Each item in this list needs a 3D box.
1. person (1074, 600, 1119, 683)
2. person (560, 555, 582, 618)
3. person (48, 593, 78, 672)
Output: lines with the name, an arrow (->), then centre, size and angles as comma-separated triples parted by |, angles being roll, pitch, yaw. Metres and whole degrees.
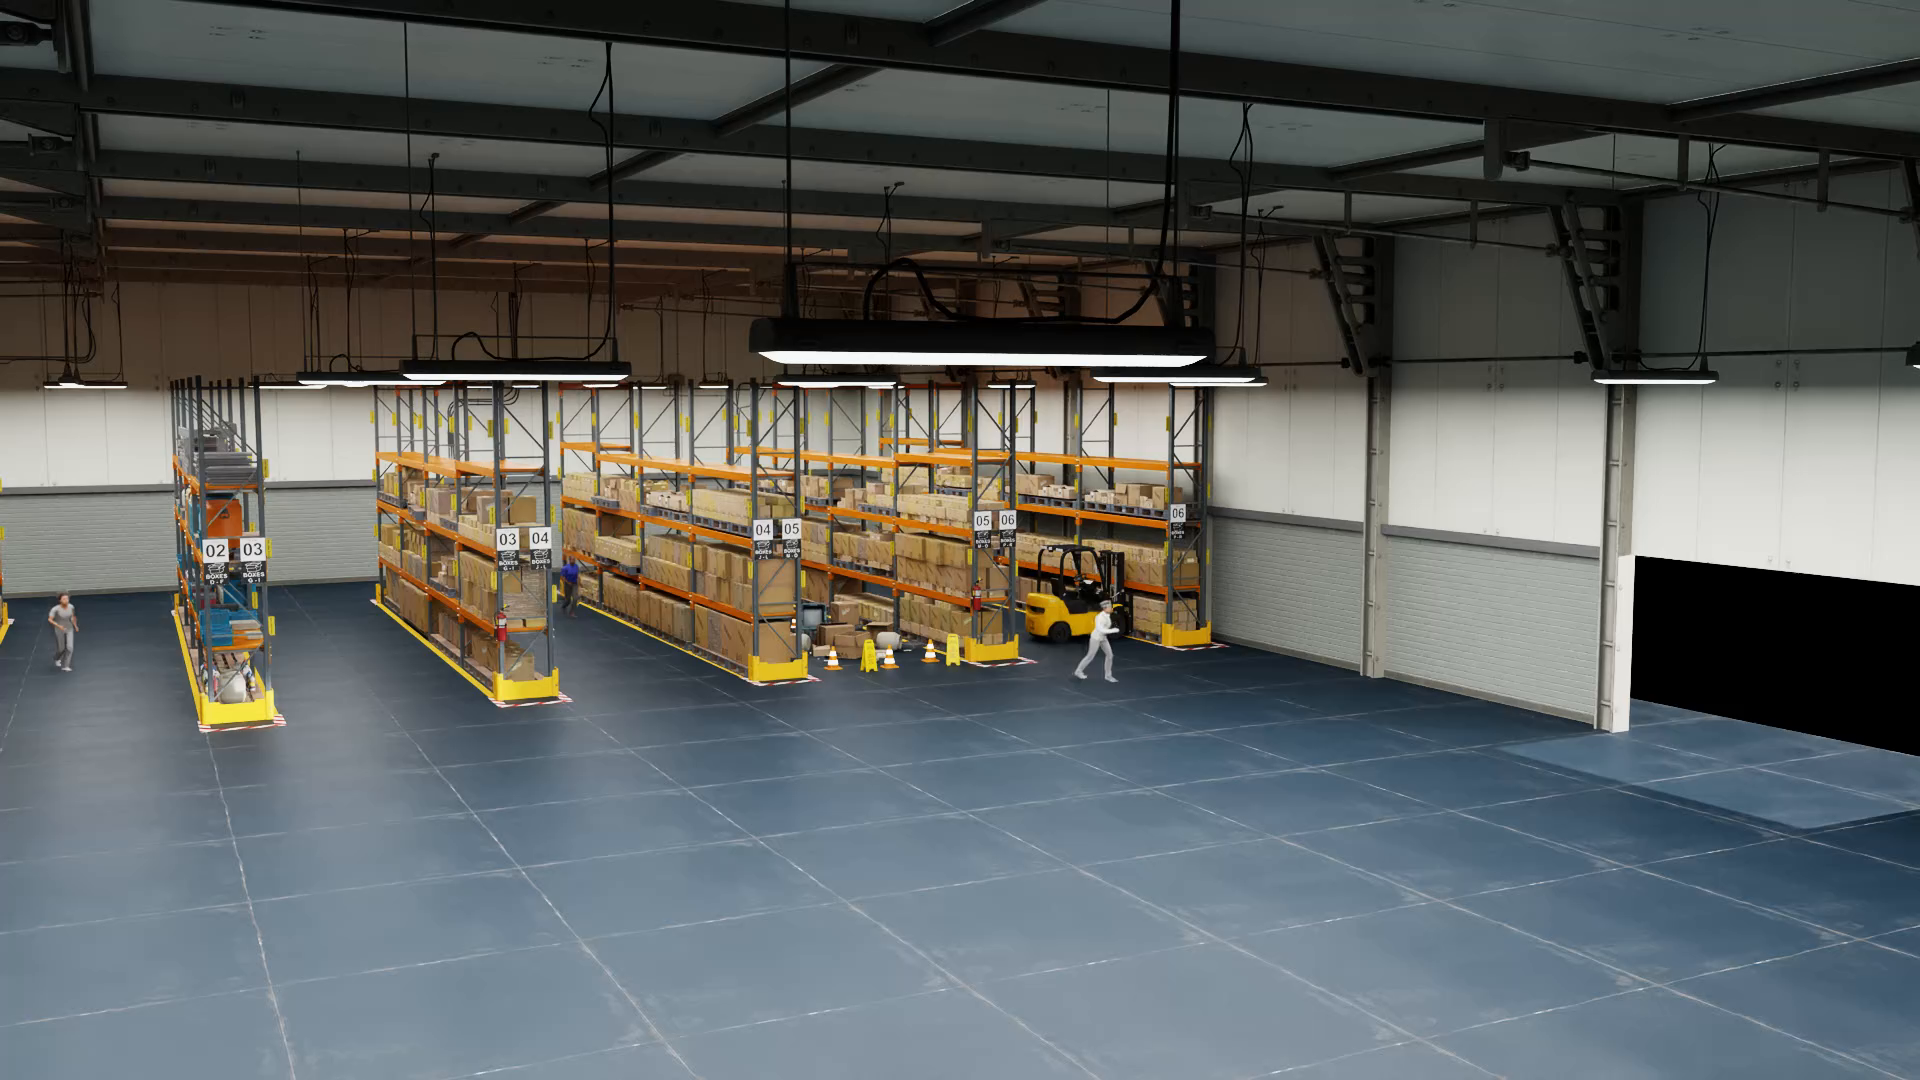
person -> 2.716, 1.986, 32.785 | 0.940, 1.655, 0.605 | 3, 6, 27
person -> -9.934, 1.228, 42.350 | 0.570, 1.497, 0.723 | -3, 6, -34
person -> -18.481, 1.886, 34.238 | 0.735, 1.618, 0.560 | 5, 7, 44
